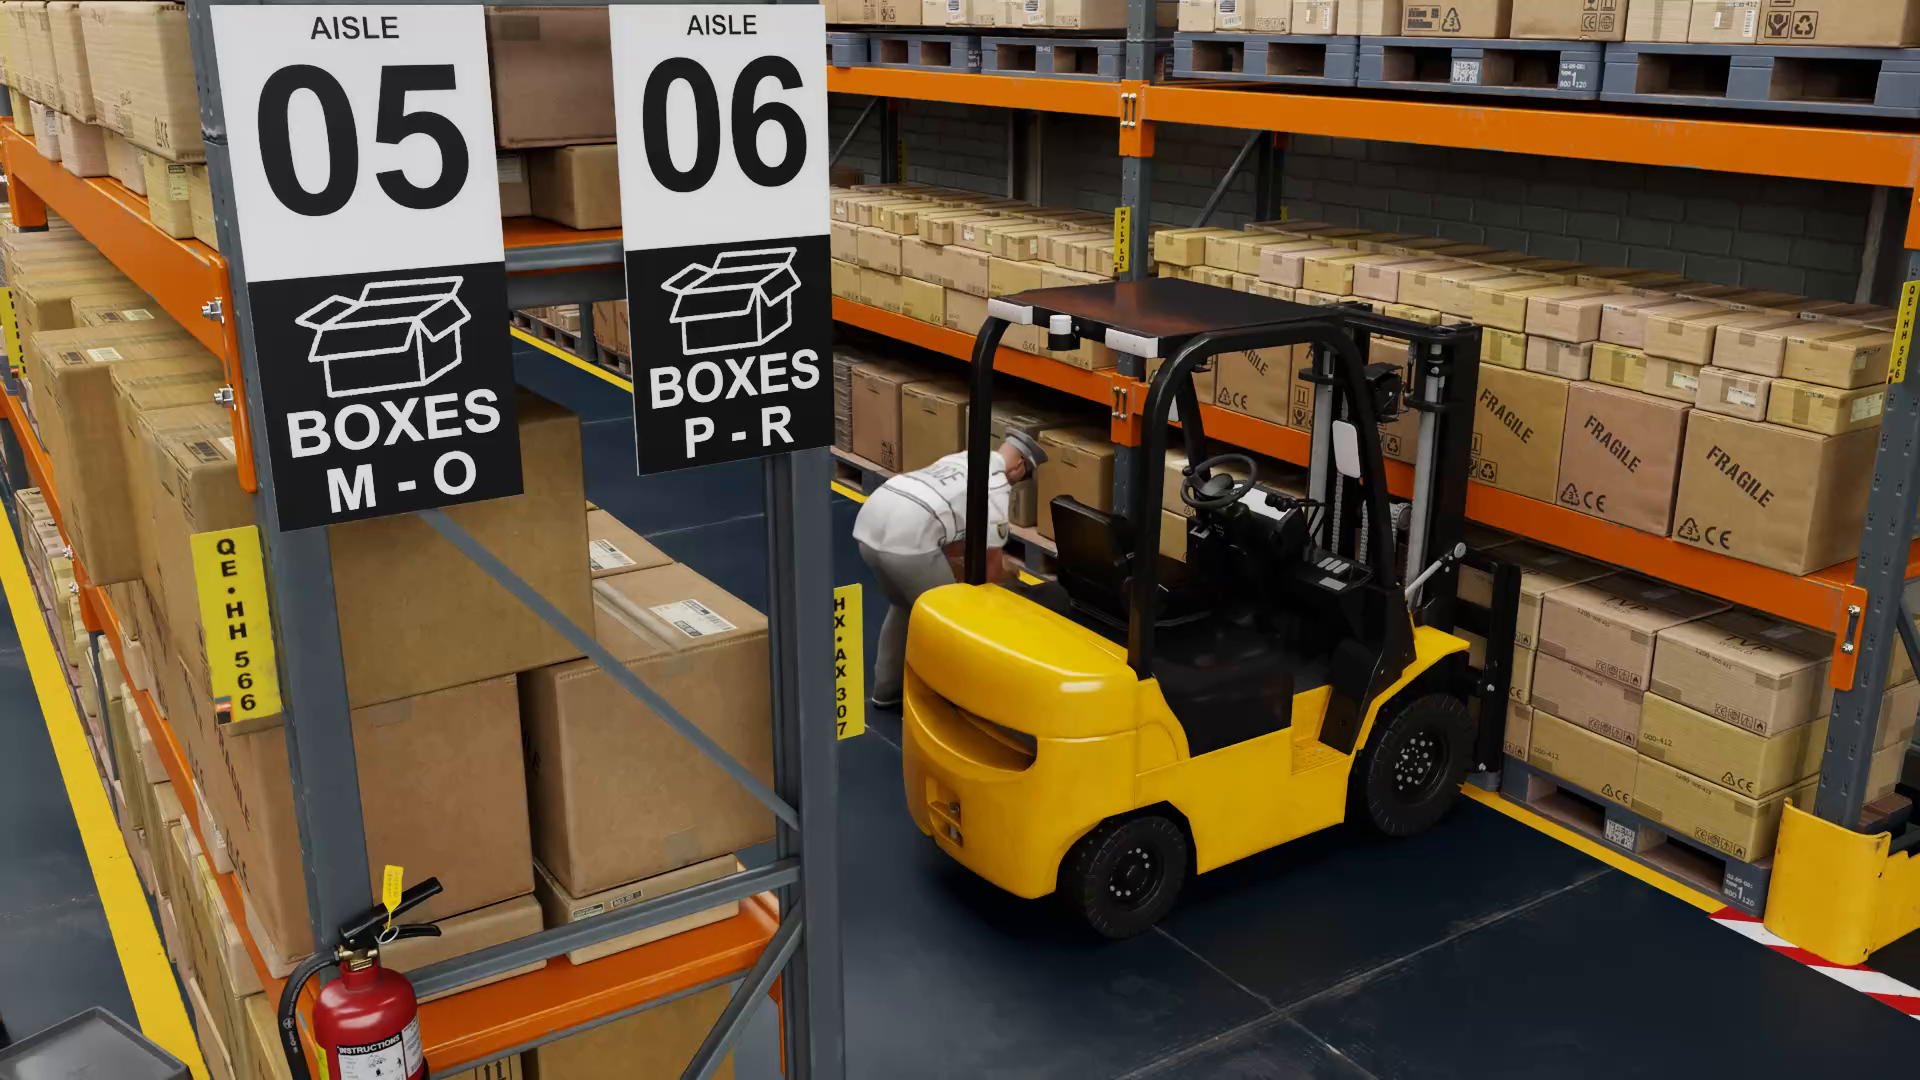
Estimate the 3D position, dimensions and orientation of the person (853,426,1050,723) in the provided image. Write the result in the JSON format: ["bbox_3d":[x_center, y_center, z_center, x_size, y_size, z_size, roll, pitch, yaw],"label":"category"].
[{"bbox_3d":[-0.010,0.154,7.819,1.016,1.295,0.486,-12,22,-33],"label":"person"}]
